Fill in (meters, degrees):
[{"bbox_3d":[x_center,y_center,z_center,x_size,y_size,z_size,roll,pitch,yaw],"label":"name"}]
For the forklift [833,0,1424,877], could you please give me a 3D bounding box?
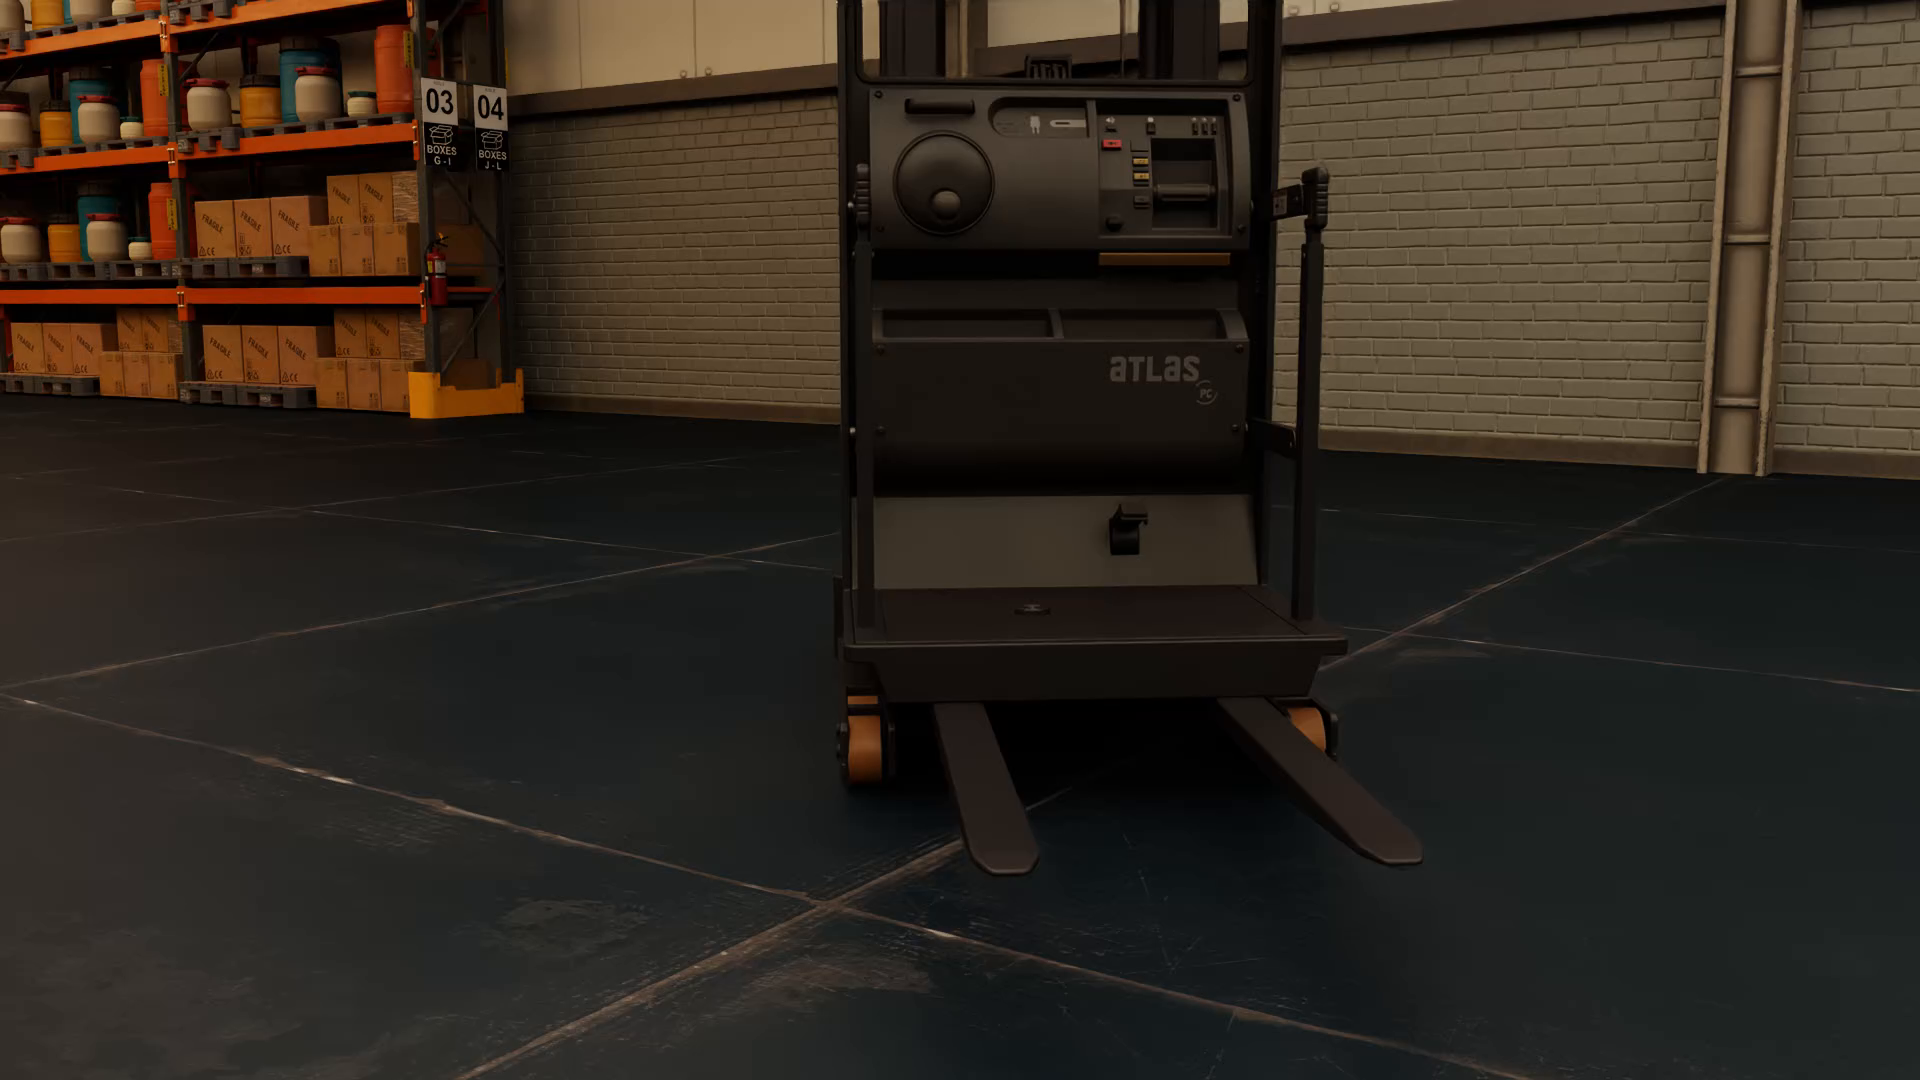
[{"bbox_3d":[0.262,-0.946,3.846,1.130,2.935,3.031,-1,8,-4],"label":"forklift"}]
